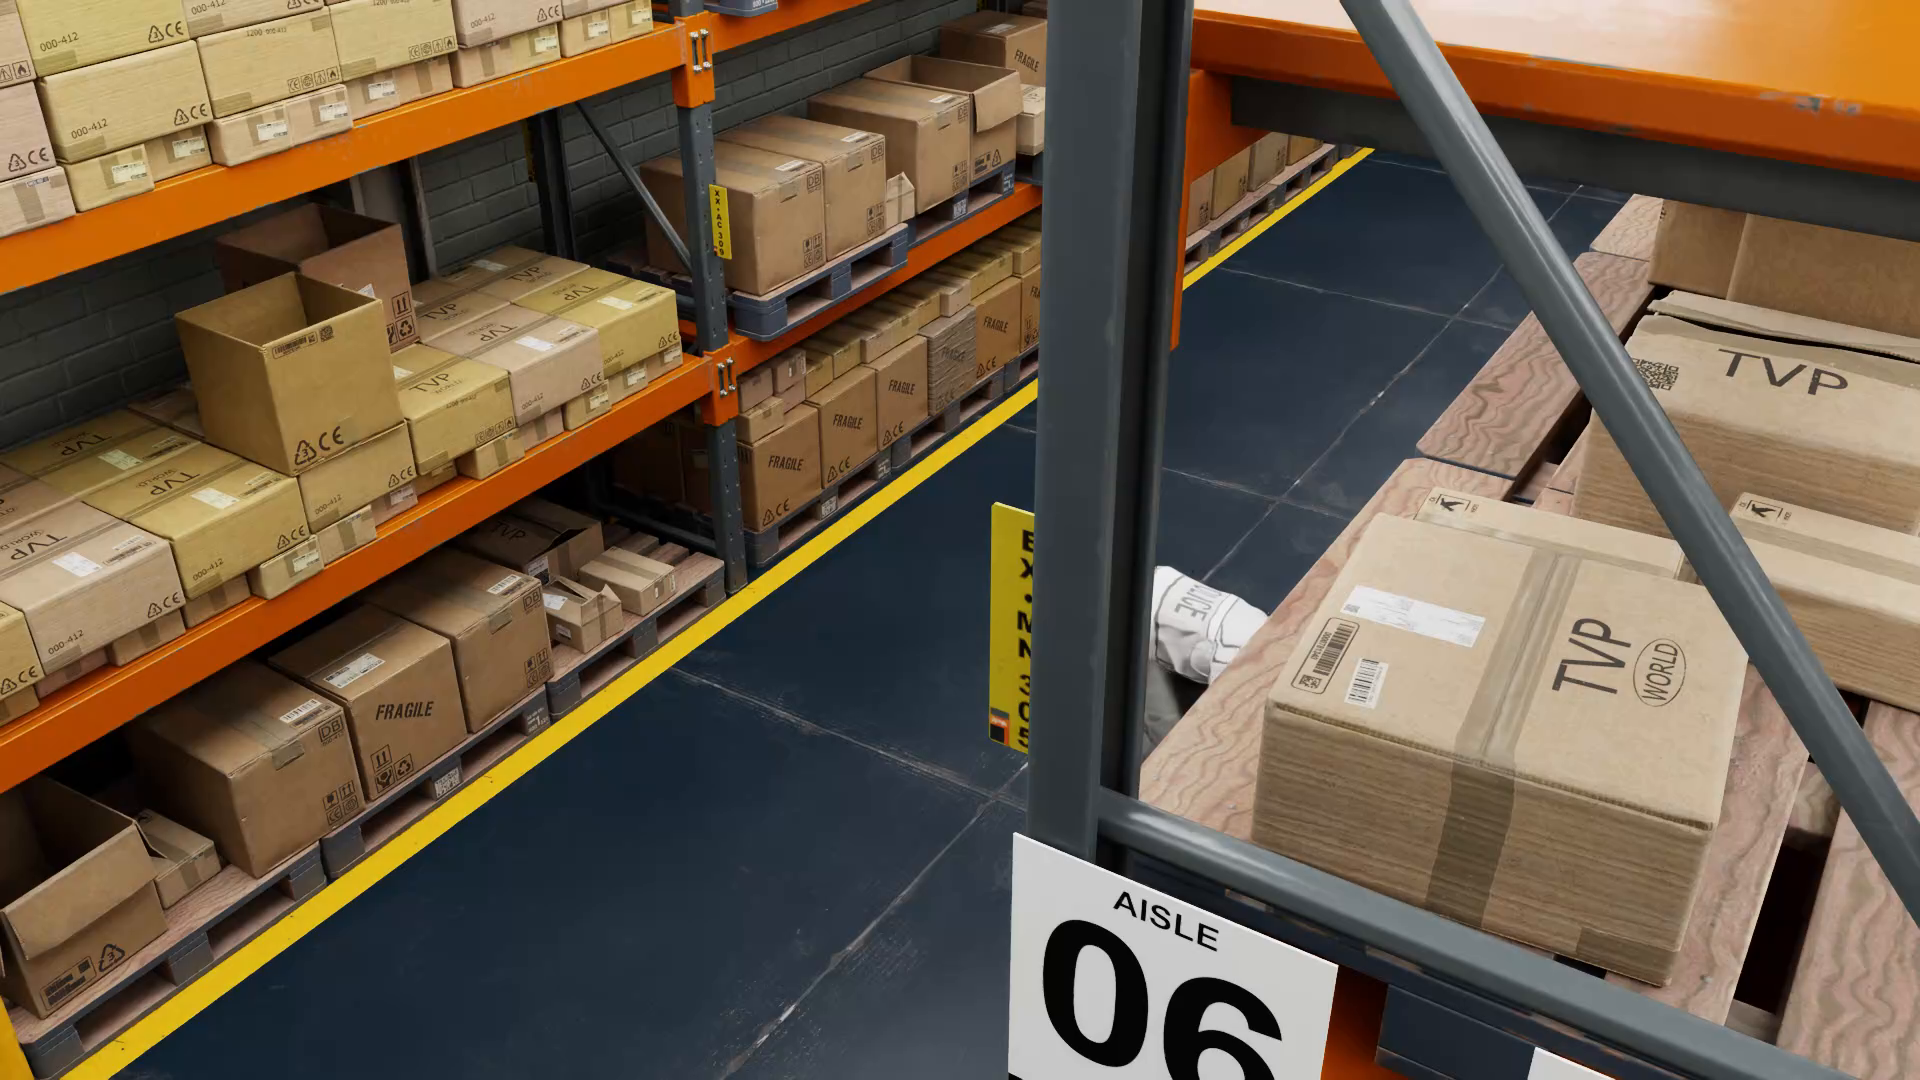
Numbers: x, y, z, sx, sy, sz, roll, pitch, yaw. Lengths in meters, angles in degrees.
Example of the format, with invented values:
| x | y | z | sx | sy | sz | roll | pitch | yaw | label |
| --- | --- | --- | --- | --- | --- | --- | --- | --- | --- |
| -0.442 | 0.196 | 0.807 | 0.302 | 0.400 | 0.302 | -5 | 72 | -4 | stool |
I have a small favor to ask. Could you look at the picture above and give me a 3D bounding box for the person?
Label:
| x | y | z | sx | sy | sz | roll | pitch | yaw | label |
| --- | --- | --- | --- | --- | --- | --- | --- | --- | --- |
| 0.968 | 0.656 | 6.632 | 0.952 | 1.047 | 0.476 | 16 | 34 | 25 | person |
